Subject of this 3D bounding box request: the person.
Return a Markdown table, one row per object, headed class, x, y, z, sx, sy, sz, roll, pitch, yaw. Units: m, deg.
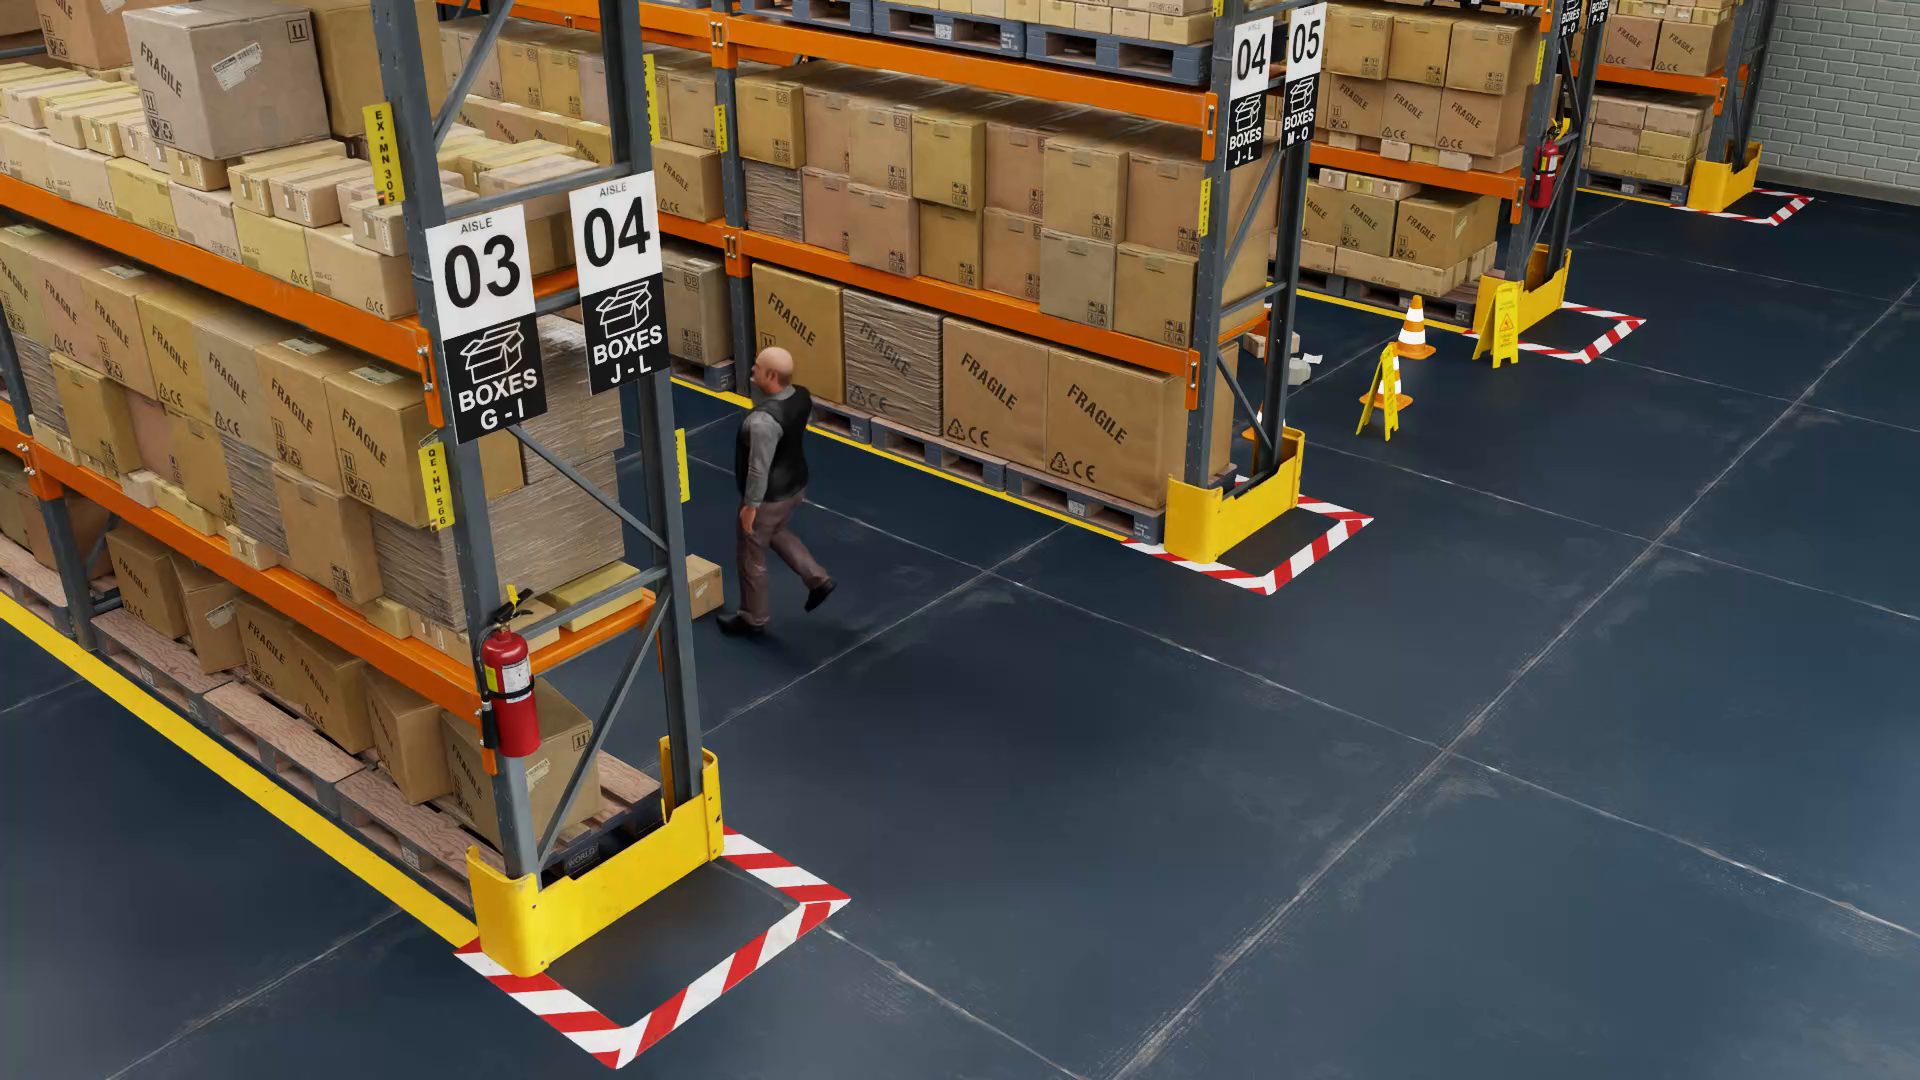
| class | x | y | z | sx | sy | sz | roll | pitch | yaw |
| --- | --- | --- | --- | --- | --- | --- | --- | --- | --- |
| person | -1.057 | -0.266 | 9.118 | 0.660 | 1.709 | 0.564 | 11 | 29 | 21 |
